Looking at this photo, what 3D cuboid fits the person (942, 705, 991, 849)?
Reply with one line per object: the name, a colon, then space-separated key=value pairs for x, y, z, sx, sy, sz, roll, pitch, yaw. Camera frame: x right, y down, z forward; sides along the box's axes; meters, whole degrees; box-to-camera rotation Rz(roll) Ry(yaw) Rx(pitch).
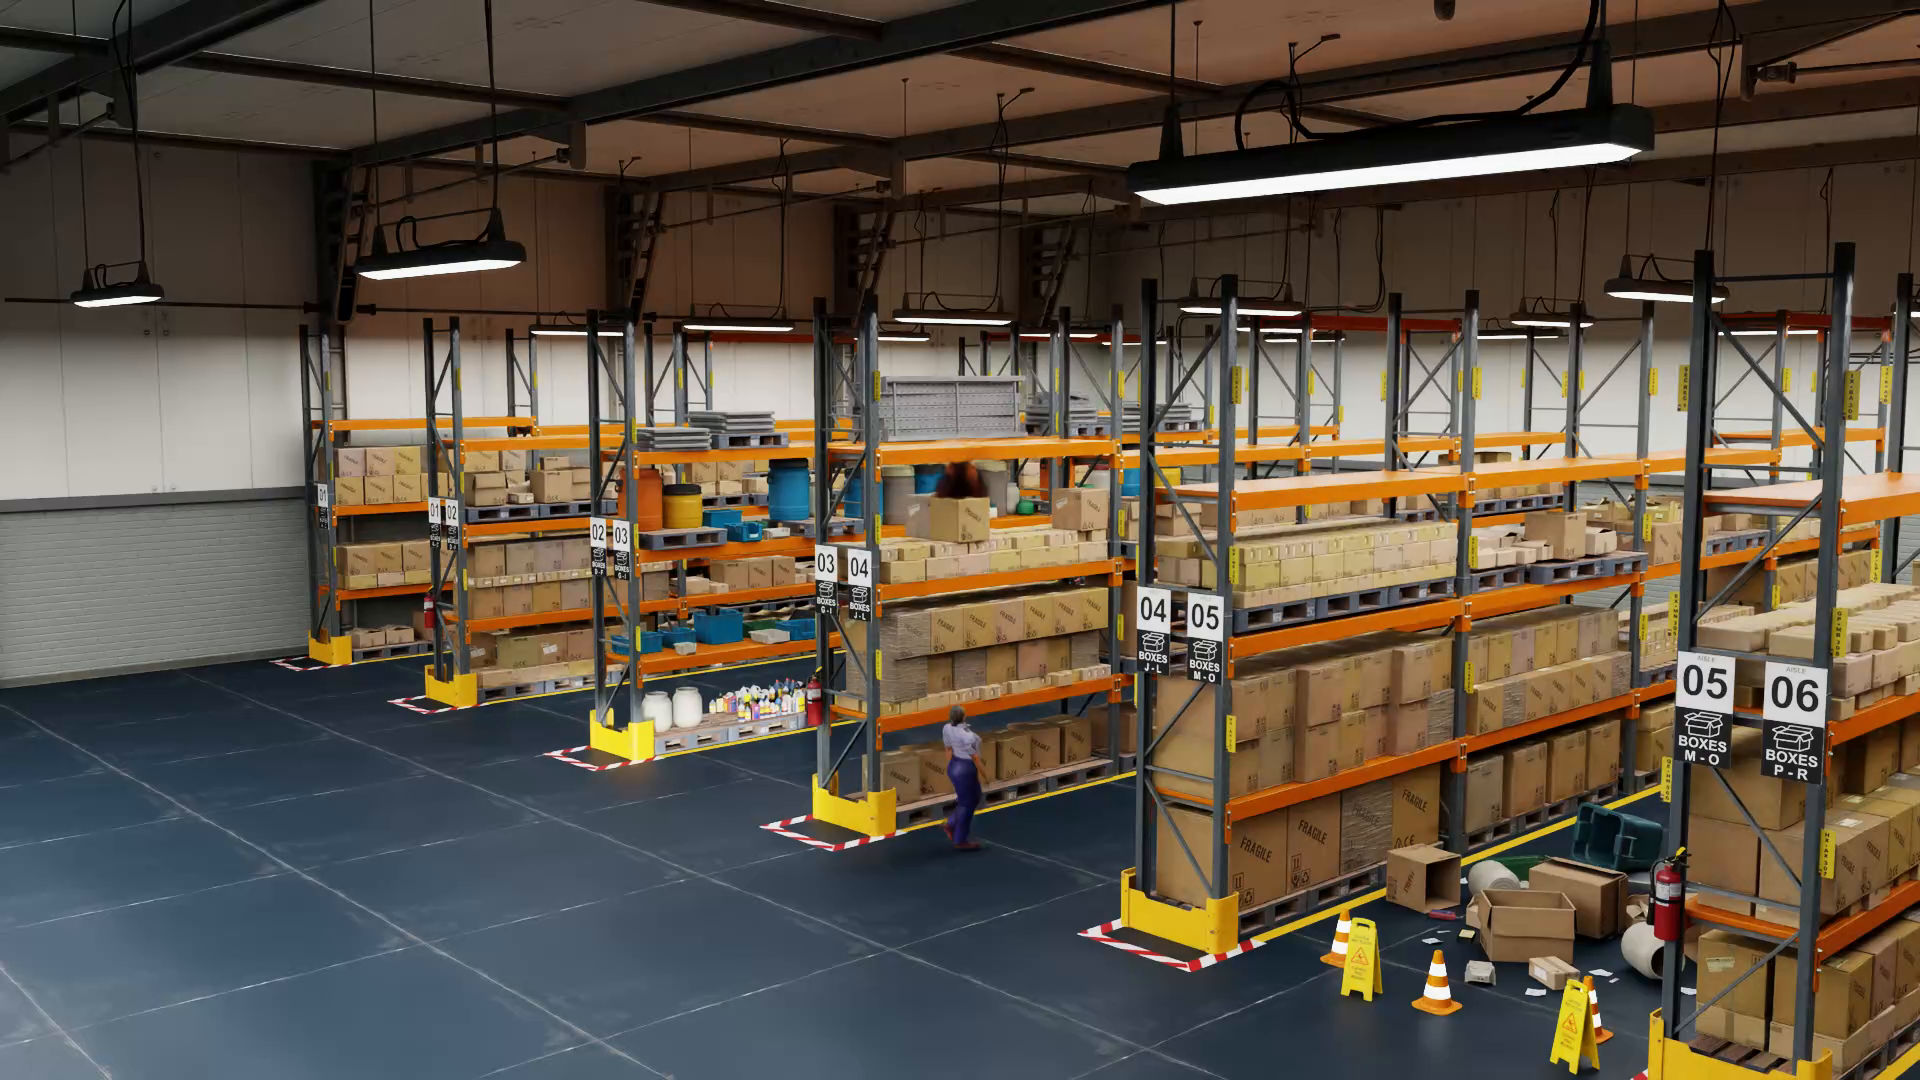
person: x=0.078 y=2.551 z=17.958 sx=0.490 sy=1.613 sz=0.500 roll=-1 pitch=6 yaw=-14
